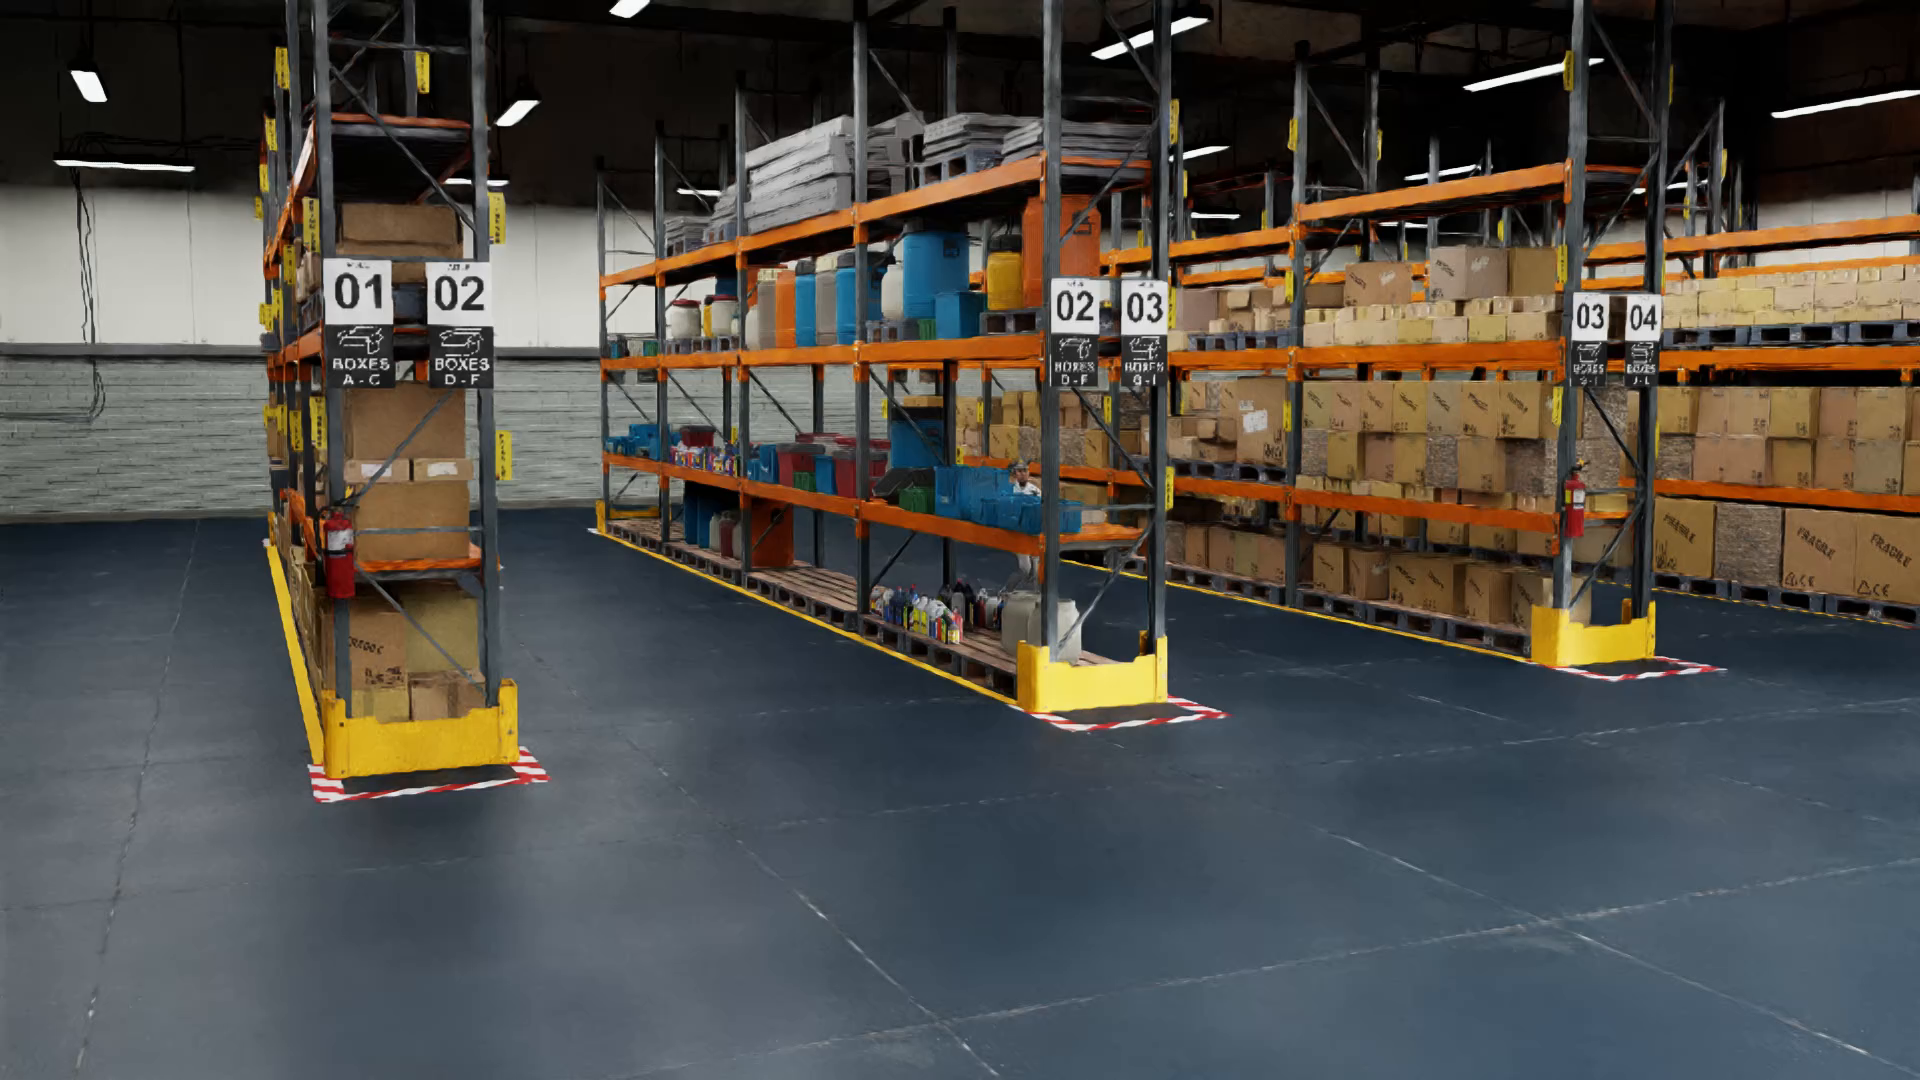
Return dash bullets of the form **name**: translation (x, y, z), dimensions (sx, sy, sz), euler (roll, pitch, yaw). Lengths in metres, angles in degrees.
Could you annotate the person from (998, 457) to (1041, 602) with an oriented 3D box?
- **person**: translation (0.704, -0.036, 17.421), dimensions (0.657, 1.666, 0.471), euler (-4, 7, -33)
